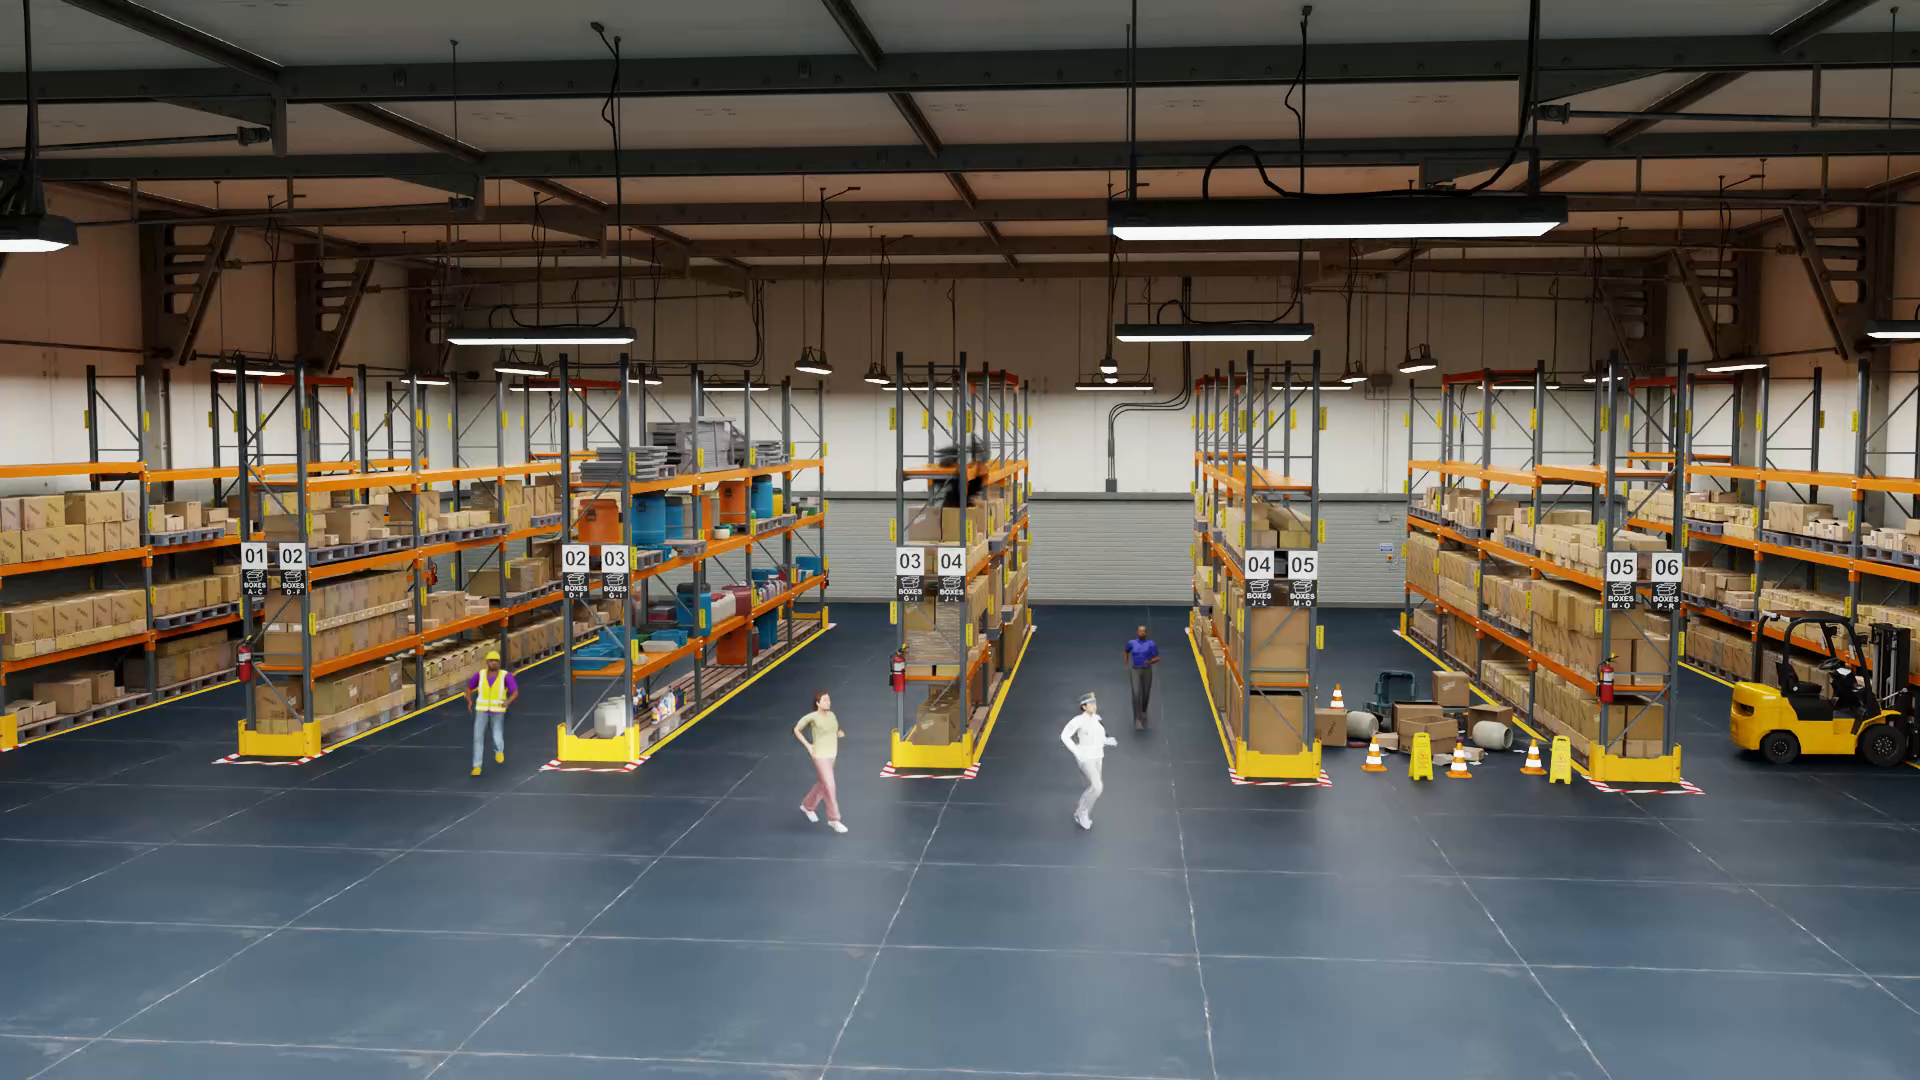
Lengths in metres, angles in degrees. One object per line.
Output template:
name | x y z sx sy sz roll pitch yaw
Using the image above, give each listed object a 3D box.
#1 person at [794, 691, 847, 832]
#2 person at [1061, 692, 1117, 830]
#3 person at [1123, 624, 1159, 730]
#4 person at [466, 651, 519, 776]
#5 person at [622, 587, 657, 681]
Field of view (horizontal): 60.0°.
person | -1.678 2.690 20.452 0.850 1.688 0.571 3 5 38
person | 1.623 2.712 20.430 0.616 1.692 0.596 4 6 43
person | 2.979 2.215 27.334 0.580 1.667 0.913 0 4 3
person | -6.727 2.458 23.836 0.743 1.723 0.870 0 4 -6
person | -6.254 1.797 32.477 0.712 1.776 1.037 0 4 2
